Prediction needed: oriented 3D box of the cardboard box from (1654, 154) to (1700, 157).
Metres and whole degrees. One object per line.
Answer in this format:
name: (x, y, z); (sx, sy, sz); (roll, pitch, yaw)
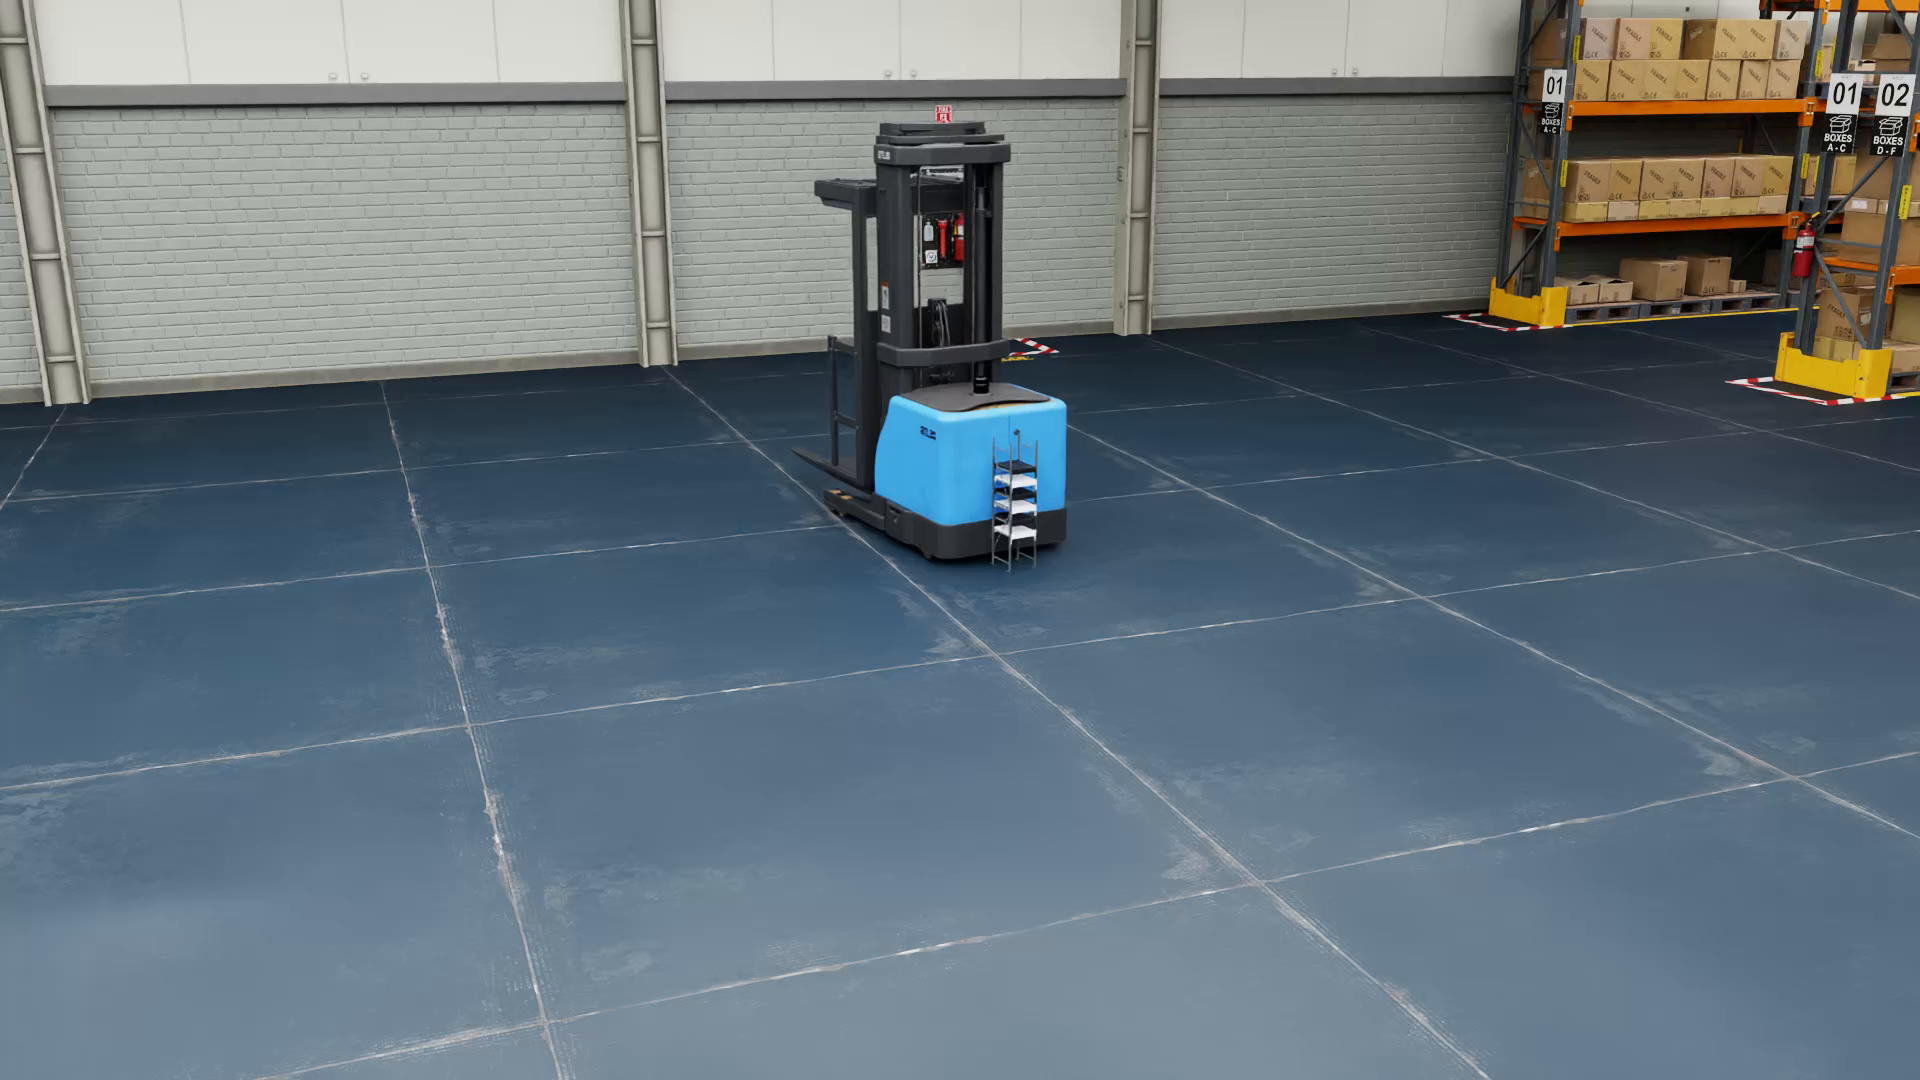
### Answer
cardboard box: (9.698, -4.964, 22.578); (0.500, 0.500, 0.500); (-6, 17, -19)

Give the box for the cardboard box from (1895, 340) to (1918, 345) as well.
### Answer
cardboard box: (10.250, -1.982, 17.657); (0.500, 0.250, 0.500); (-6, 17, -20)

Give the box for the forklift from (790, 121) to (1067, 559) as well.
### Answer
forklift: (-0.398, -1.638, 12.476); (1.130, 2.935, 3.031); (-9, 19, -28)

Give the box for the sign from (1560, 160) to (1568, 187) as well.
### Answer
sign: (7.623, -4.628, 20.998); (0.005, 0.325, 0.100); (-6, 17, -20)

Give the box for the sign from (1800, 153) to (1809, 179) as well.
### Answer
sign: (11.365, -5.032, 22.374); (0.005, 0.325, 0.100); (-6, 17, -20)

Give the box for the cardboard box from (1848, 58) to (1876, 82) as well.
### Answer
cardboard box: (12.278, -6.453, 22.838); (0.500, 0.311, 0.500); (-6, 17, -18)

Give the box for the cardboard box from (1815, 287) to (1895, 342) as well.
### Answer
cardboard box: (9.599, -2.427, 17.843); (0.500, 0.500, 0.500); (-6, 17, -20)

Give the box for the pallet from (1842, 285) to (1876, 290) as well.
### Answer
pallet: (13.031, -3.624, 24.064); (1.213, 0.211, 1.003); (-6, 17, -20)

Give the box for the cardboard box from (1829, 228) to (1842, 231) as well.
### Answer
cardboard box: (12.739, -4.308, 23.768); (0.500, 0.250, 0.500); (-7, 18, -22)

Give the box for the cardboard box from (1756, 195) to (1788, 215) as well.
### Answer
cardboard box: (10.830, -4.569, 22.564); (0.500, 0.250, 0.500); (-6, 17, -20)

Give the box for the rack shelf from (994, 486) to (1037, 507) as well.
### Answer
rack shelf: (0.371, -0.304, 11.335); (0.200, 0.077, 0.258); (-9, 19, -29)

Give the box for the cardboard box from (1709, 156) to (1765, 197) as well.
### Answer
cardboard box: (10.369, -4.875, 22.276); (0.500, 0.500, 0.500); (-6, 17, -20)

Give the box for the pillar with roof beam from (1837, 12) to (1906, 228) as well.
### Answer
pillar with roof beam: (14.916, -7.004, 19.979); (0.400, 9.000, 9.100); (-6, 17, -20)

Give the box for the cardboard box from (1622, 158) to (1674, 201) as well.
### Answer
cardboard box: (8.931, -4.720, 21.746); (0.500, 0.500, 0.500); (-7, 18, -22)

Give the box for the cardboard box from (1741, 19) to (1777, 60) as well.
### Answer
cardboard box: (10.282, -6.555, 21.786); (0.500, 0.500, 0.500); (-5, 17, -17)

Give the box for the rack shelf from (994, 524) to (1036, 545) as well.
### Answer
rack shelf: (0.371, -0.045, 11.411); (0.200, 0.077, 0.258); (-9, 19, -29)

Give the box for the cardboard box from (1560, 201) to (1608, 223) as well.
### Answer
cardboard box: (7.998, -4.259, 21.508); (0.500, 0.250, 0.500); (-7, 18, -22)

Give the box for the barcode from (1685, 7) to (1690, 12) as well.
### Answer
barcode: (9.712, -7.082, 22.197); (0.075, 0.075, 0.001); (-6, 17, -20)

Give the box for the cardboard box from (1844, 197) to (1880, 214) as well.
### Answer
cardboard box: (9.493, -3.500, 17.366); (0.250, 0.149, 0.380); (-6, 18, -21)

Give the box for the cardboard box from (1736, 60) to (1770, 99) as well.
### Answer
cardboard box: (10.303, -6.092, 21.983); (0.500, 0.500, 0.500); (-8, 18, -25)

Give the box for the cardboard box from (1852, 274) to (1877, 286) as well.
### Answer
cardboard box: (12.800, -3.955, 23.899); (0.500, 0.500, 0.700); (-6, 17, -19)

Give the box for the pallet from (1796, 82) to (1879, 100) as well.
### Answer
pallet: (11.778, -6.142, 22.700); (1.003, 0.211, 1.213); (-6, 17, -20)

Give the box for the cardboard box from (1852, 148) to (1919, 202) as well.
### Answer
cardboard box: (9.694, -3.772, 17.139); (0.500, 0.500, 0.700); (-6, 17, -20)

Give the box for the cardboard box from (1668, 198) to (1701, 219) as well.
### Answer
cardboard box: (9.428, -4.415, 22.040); (0.500, 0.250, 0.500); (-6, 17, -20)

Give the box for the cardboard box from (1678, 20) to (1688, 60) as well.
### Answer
cardboard box: (9.183, -6.595, 21.921); (0.500, 0.500, 0.500); (-6, 17, -20)

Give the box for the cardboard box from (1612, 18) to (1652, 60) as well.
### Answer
cardboard box: (8.361, -6.344, 21.067); (0.500, 0.500, 0.500); (-6, 18, -21)

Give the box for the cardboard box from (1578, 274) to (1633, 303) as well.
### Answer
cardboard box: (8.639, -3.380, 22.276); (0.500, 0.311, 0.500); (-5, 17, -15)

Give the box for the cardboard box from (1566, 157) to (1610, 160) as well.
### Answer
cardboard box: (8.266, -4.805, 22.035); (0.500, 0.500, 0.500); (-6, 17, -19)

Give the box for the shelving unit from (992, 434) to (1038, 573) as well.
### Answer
shelving unit: (0.371, -0.250, 11.351); (0.210, 0.900, 0.258); (-9, 19, -29)

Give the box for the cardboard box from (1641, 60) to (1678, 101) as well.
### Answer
cardboard box: (8.828, -5.918, 21.392); (0.500, 0.500, 0.500); (-5, 17, -18)

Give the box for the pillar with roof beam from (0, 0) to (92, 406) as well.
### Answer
pillar with roof beam: (-7.495, -4.585, 11.739); (0.400, 9.000, 9.100); (-6, 17, -20)

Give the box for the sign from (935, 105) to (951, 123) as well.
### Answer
sign: (-0.195, -4.947, 19.507); (0.199, 0.298, 0.001); (-6, 17, -20)

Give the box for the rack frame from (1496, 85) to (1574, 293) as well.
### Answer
rack frame: (7.428, -4.355, 21.606); (0.127, 3.000, 1.000); (-6, 17, -20)

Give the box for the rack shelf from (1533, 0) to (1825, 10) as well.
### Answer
rack shelf: (9.296, -7.089, 21.550); (4.000, 0.370, 1.077); (-6, 17, -20)

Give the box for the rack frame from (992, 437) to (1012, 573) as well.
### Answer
rack frame: (0.284, -0.235, 11.301); (0.006, 0.900, 0.240); (-9, 19, -29)

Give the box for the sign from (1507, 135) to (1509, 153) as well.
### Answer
sign: (7.248, -5.211, 21.903); (0.005, 0.325, 0.100); (-6, 17, -20)

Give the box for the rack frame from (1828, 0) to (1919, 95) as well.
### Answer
rack frame: (9.204, -5.931, 16.324); (0.127, 3.000, 1.000); (-6, 17, -20)

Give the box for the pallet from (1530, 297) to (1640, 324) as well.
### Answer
pallet: (8.270, -3.098, 22.273); (1.213, 0.211, 1.003); (-6, 17, -20)

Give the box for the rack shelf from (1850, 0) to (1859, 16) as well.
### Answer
rack shelf: (11.072, -5.596, 17.168); (4.000, 0.370, 1.077); (-6, 17, -20)

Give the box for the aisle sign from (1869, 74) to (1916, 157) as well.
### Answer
aisle sign: (9.253, -4.213, 16.506); (0.004, 0.787, 0.394); (-6, 17, -20)

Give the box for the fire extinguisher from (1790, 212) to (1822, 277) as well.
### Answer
fire extinguisher: (8.928, -3.126, 17.556); (0.183, 0.674, 0.296); (-6, 17, -20)

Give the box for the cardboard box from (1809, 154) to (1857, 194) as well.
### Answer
cardboard box: (12.175, -5.115, 23.233); (0.500, 0.500, 0.700); (-4, 17, -14)

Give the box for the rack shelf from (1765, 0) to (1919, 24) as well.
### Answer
rack shelf: (13.031, -7.302, 22.979); (4.000, 0.370, 1.077); (-6, 17, -20)

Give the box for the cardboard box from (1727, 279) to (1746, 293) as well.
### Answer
cardboard box: (10.675, -3.549, 23.106); (0.250, 0.166, 0.380); (-9, 18, -27)
